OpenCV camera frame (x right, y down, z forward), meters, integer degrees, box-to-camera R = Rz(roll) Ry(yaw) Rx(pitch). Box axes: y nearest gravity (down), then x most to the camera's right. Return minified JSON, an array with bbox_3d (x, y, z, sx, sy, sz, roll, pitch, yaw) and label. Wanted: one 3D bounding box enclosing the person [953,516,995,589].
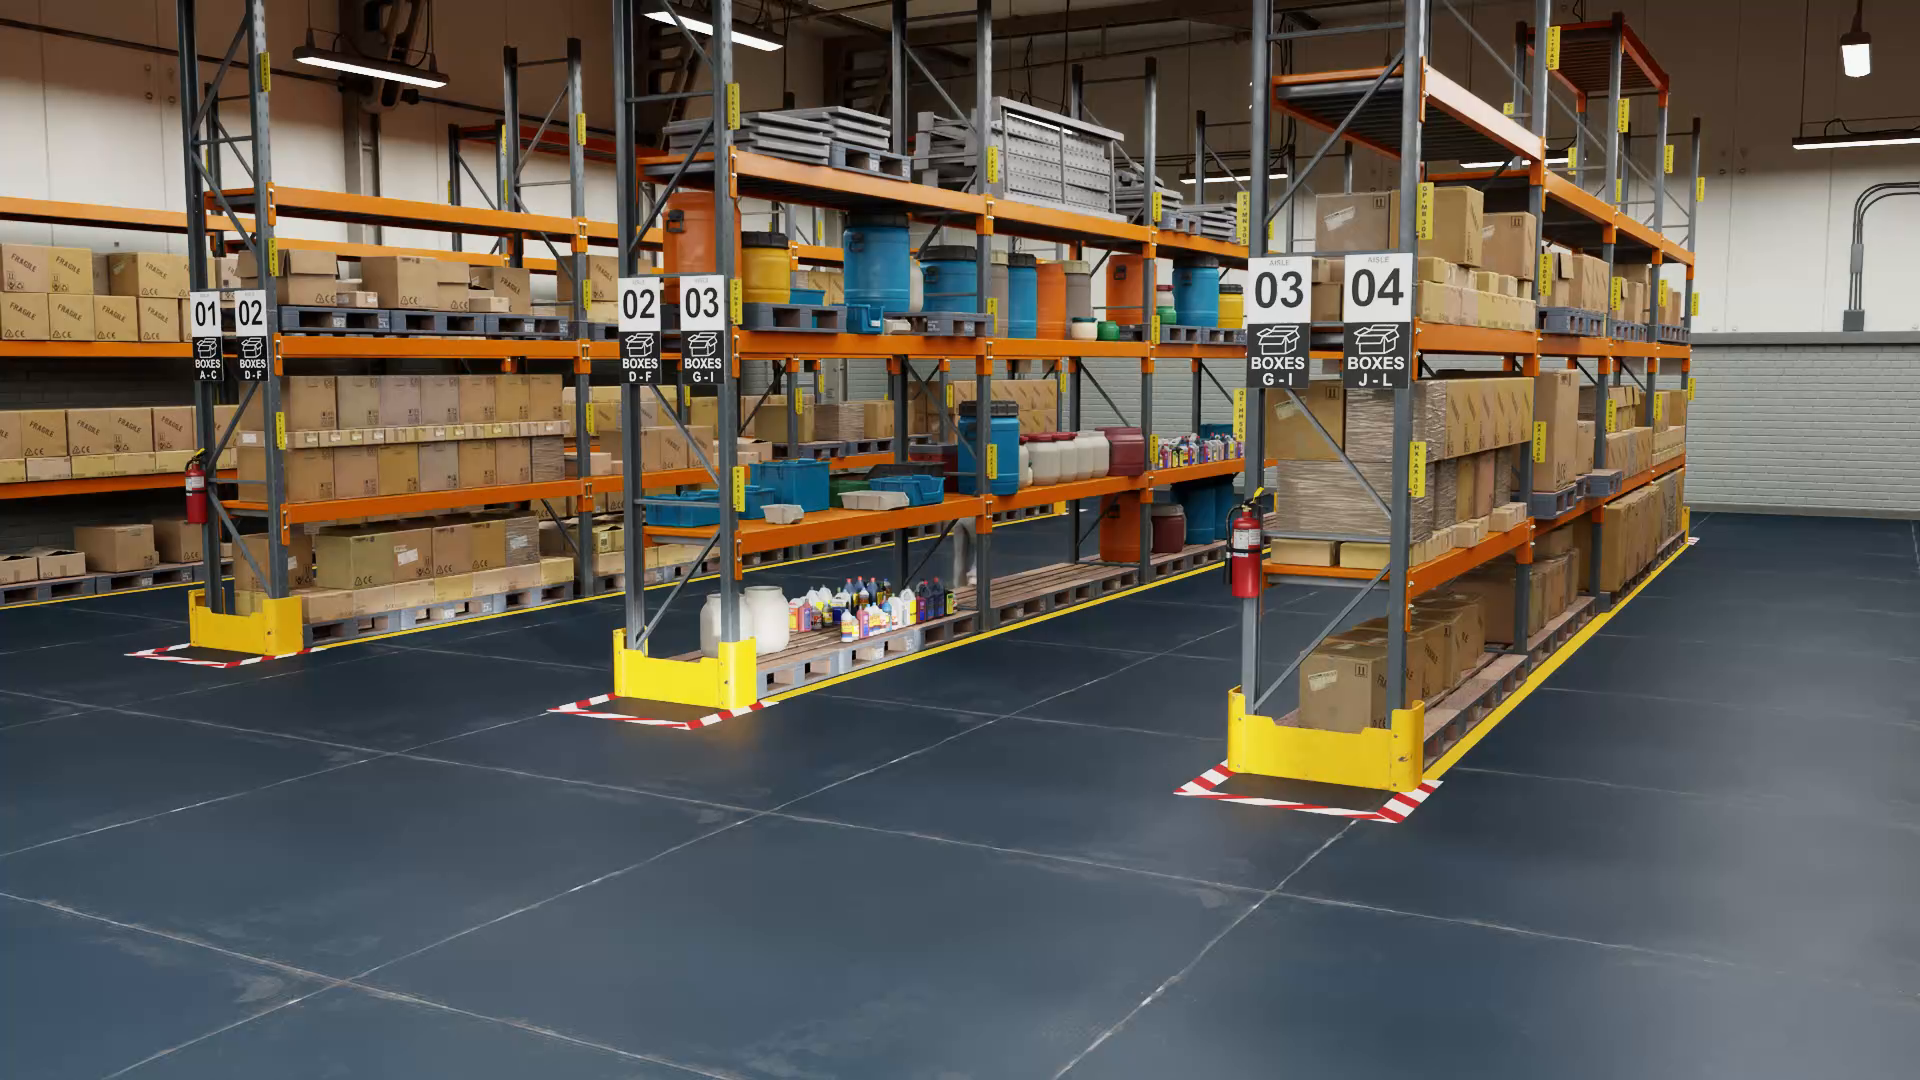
[{"bbox_3d":[0.095,-0.152,17.843,0.443,1.658,0.531,3,7,30],"label":"person"}]
